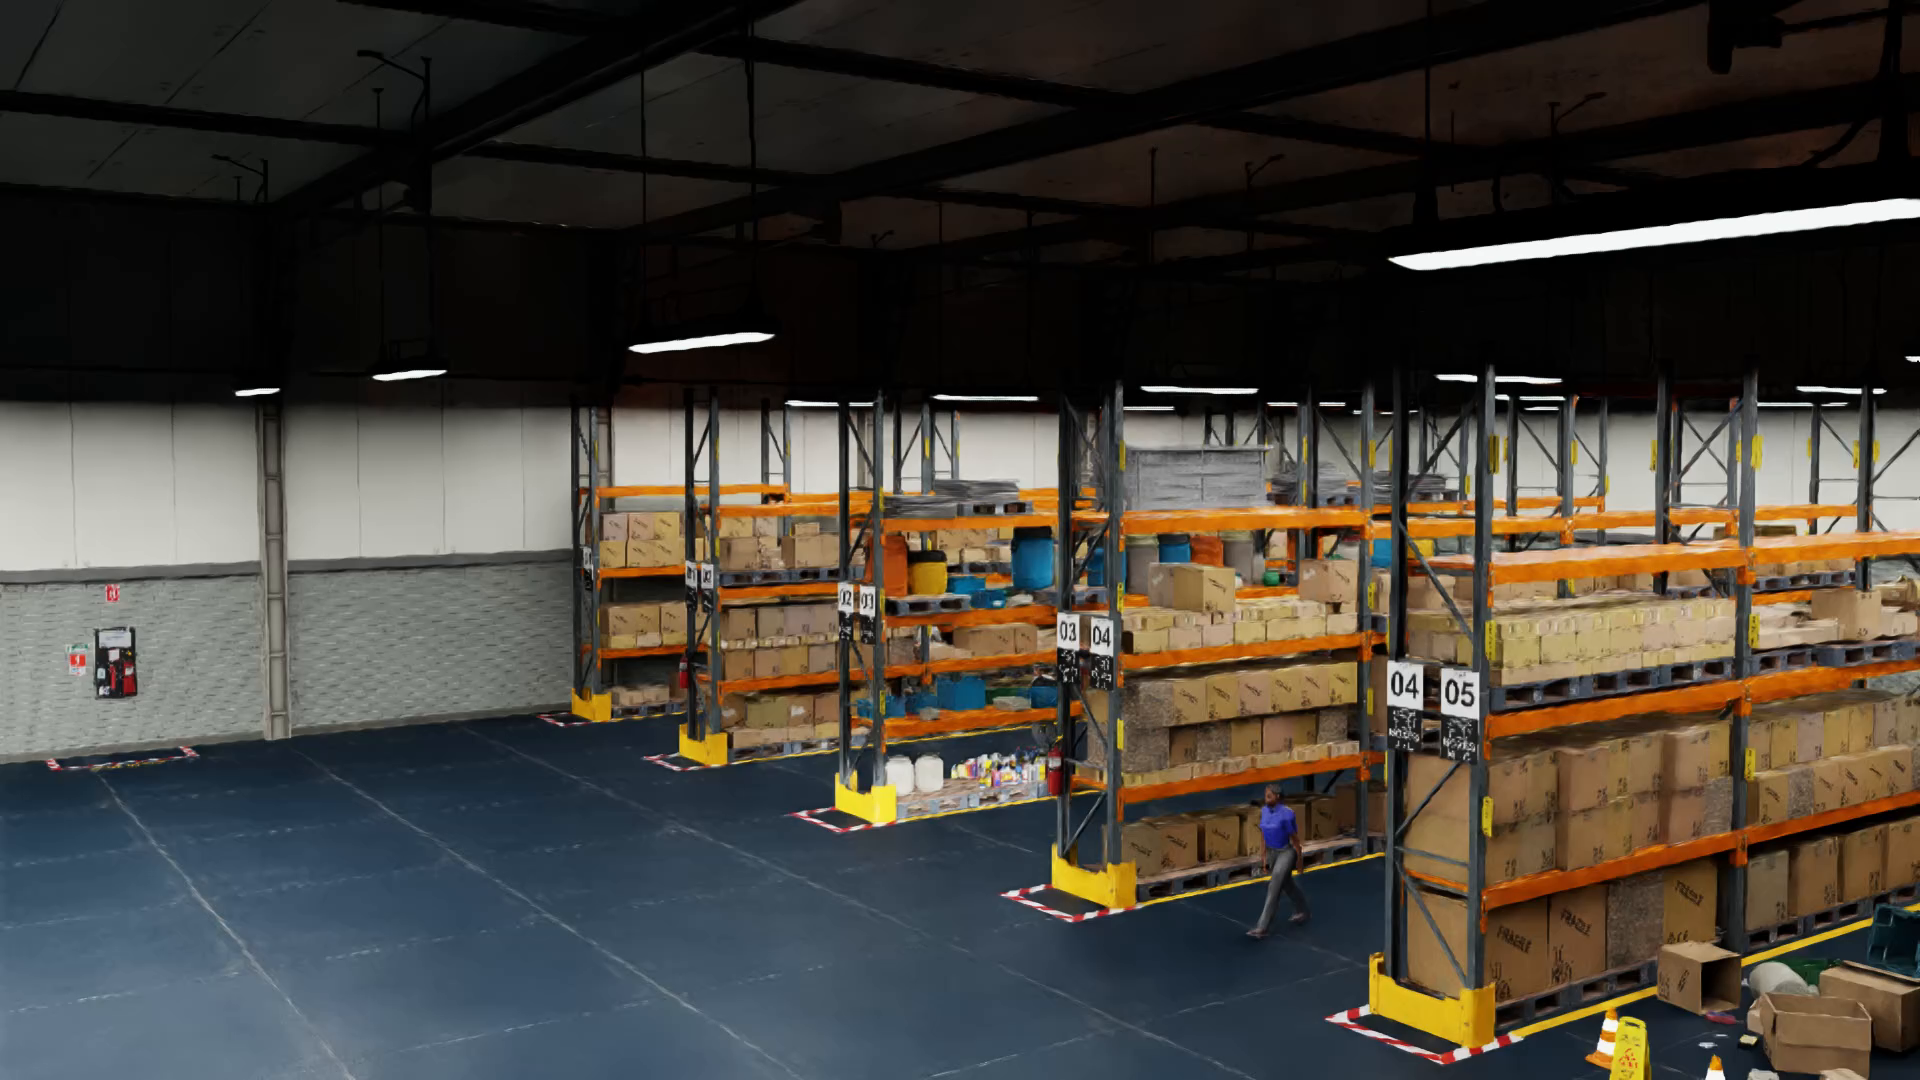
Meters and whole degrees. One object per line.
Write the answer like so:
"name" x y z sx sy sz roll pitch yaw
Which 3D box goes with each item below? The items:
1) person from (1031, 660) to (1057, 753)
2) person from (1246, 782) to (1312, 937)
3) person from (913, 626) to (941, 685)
"person" 1.373 2.735 26.960 0.498 1.632 0.637 -3 4 -37
"person" 3.328 3.309 17.457 1.088 1.574 0.447 -2 4 -32
"person" -0.666 2.302 33.092 1.029 1.724 0.553 -3 5 -43
